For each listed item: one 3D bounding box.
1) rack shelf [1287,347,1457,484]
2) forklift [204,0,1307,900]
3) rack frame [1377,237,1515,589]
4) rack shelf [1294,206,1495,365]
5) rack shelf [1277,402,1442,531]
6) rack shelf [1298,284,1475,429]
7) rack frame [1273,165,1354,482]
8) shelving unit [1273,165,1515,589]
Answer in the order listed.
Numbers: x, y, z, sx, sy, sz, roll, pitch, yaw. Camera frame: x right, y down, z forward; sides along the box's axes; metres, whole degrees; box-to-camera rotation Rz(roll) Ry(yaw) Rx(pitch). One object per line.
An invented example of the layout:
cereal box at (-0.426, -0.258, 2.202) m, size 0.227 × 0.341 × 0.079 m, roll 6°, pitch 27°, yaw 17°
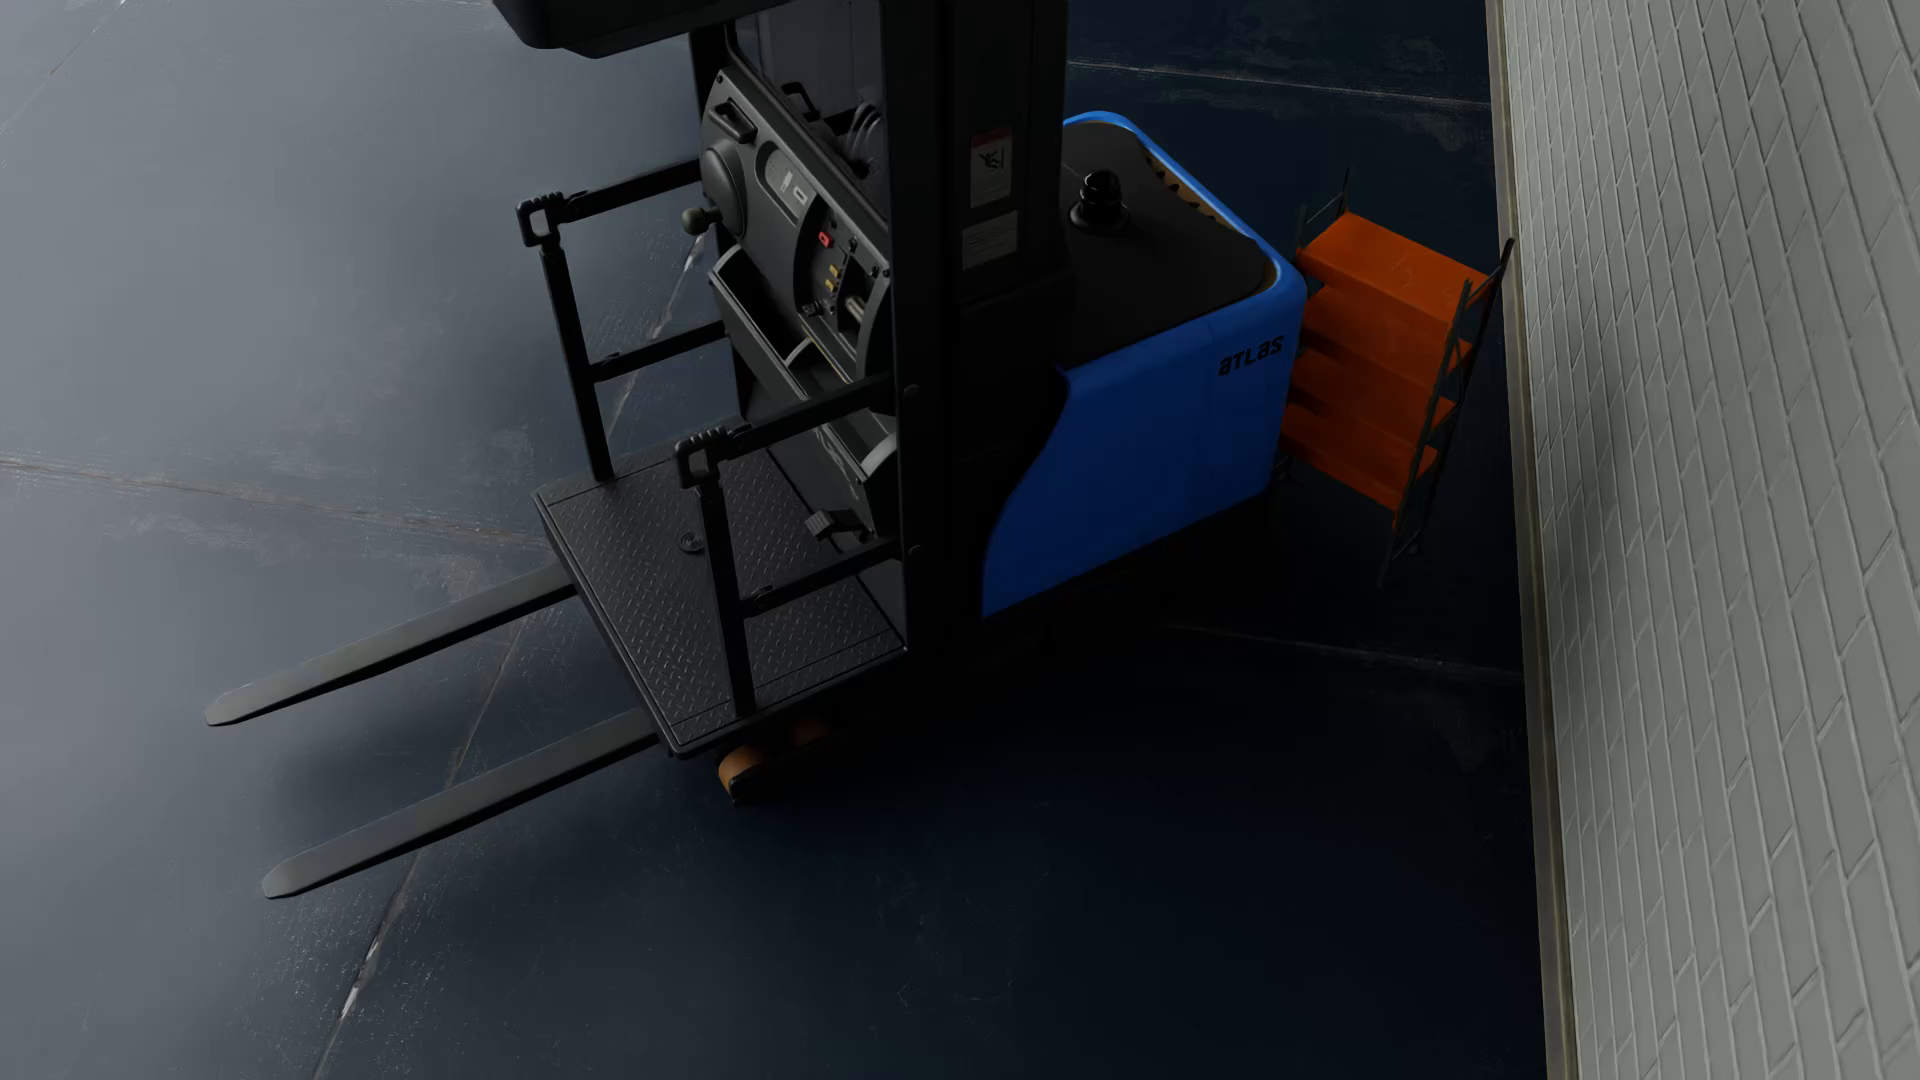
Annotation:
rack shelf at (1.181, -0.394, 4.888) m, size 0.480 × 0.148 × 0.258 m, roll 33°, pitch 56°, yaw 26°
forklift at (-0.585, -0.713, 3.920) m, size 3.031 × 2.935 × 1.130 m, roll -23°, pitch 52°, yaw -20°
rack frame at (1.367, -0.320, 4.731) m, size 0.015 × 1.200 × 0.240 m, roll 33°, pitch 56°, yaw 26°
rack shelf at (1.181, -0.701, 4.545) m, size 0.480 × 0.148 × 0.258 m, roll 33°, pitch 56°, yaw 26°
rack shelf at (1.181, -0.261, 5.035) m, size 0.480 × 0.148 × 0.258 m, roll 33°, pitch 56°, yaw 26°
rack shelf at (1.181, -0.543, 4.721) m, size 0.480 × 0.148 × 0.258 m, roll 33°, pitch 56°, yaw 26°
rack frame at (0.996, -0.557, 4.944) m, size 0.015 × 1.200 × 0.240 m, roll 33°, pitch 56°, yaw 26°
shelving unit at (1.181, -0.439, 4.838) m, size 0.503 × 1.200 × 0.258 m, roll 33°, pitch 56°, yaw 26°
